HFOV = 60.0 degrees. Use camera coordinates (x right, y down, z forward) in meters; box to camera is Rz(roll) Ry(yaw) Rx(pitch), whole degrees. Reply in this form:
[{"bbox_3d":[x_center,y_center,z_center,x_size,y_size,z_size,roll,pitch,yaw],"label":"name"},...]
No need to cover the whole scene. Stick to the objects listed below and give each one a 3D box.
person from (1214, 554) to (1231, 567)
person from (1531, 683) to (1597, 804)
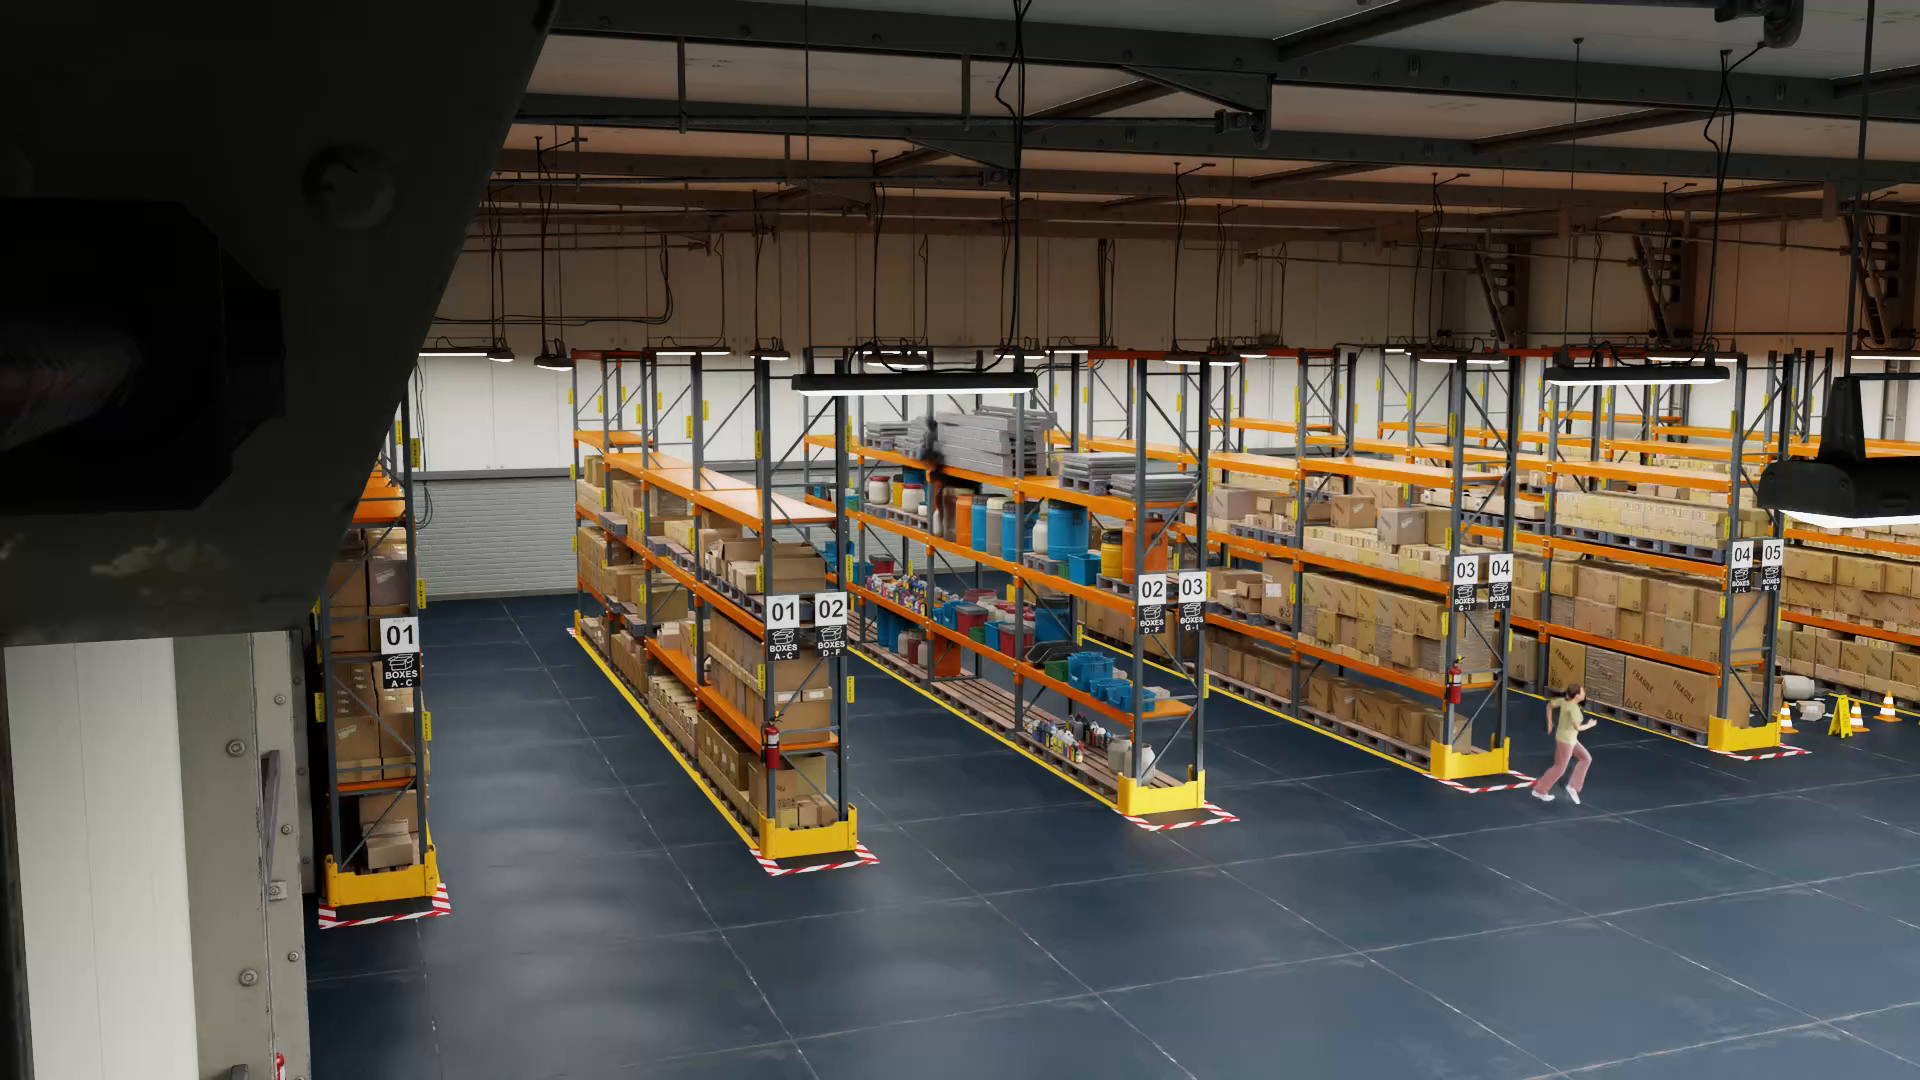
[{"bbox_3d":[6.677,0.320,41.687,0.622,1.702,0.716,3,8,23],"label":"person"},{"bbox_3d":[8.119,2.734,22.338,0.793,1.668,0.602,1,7,6],"label":"person"}]
